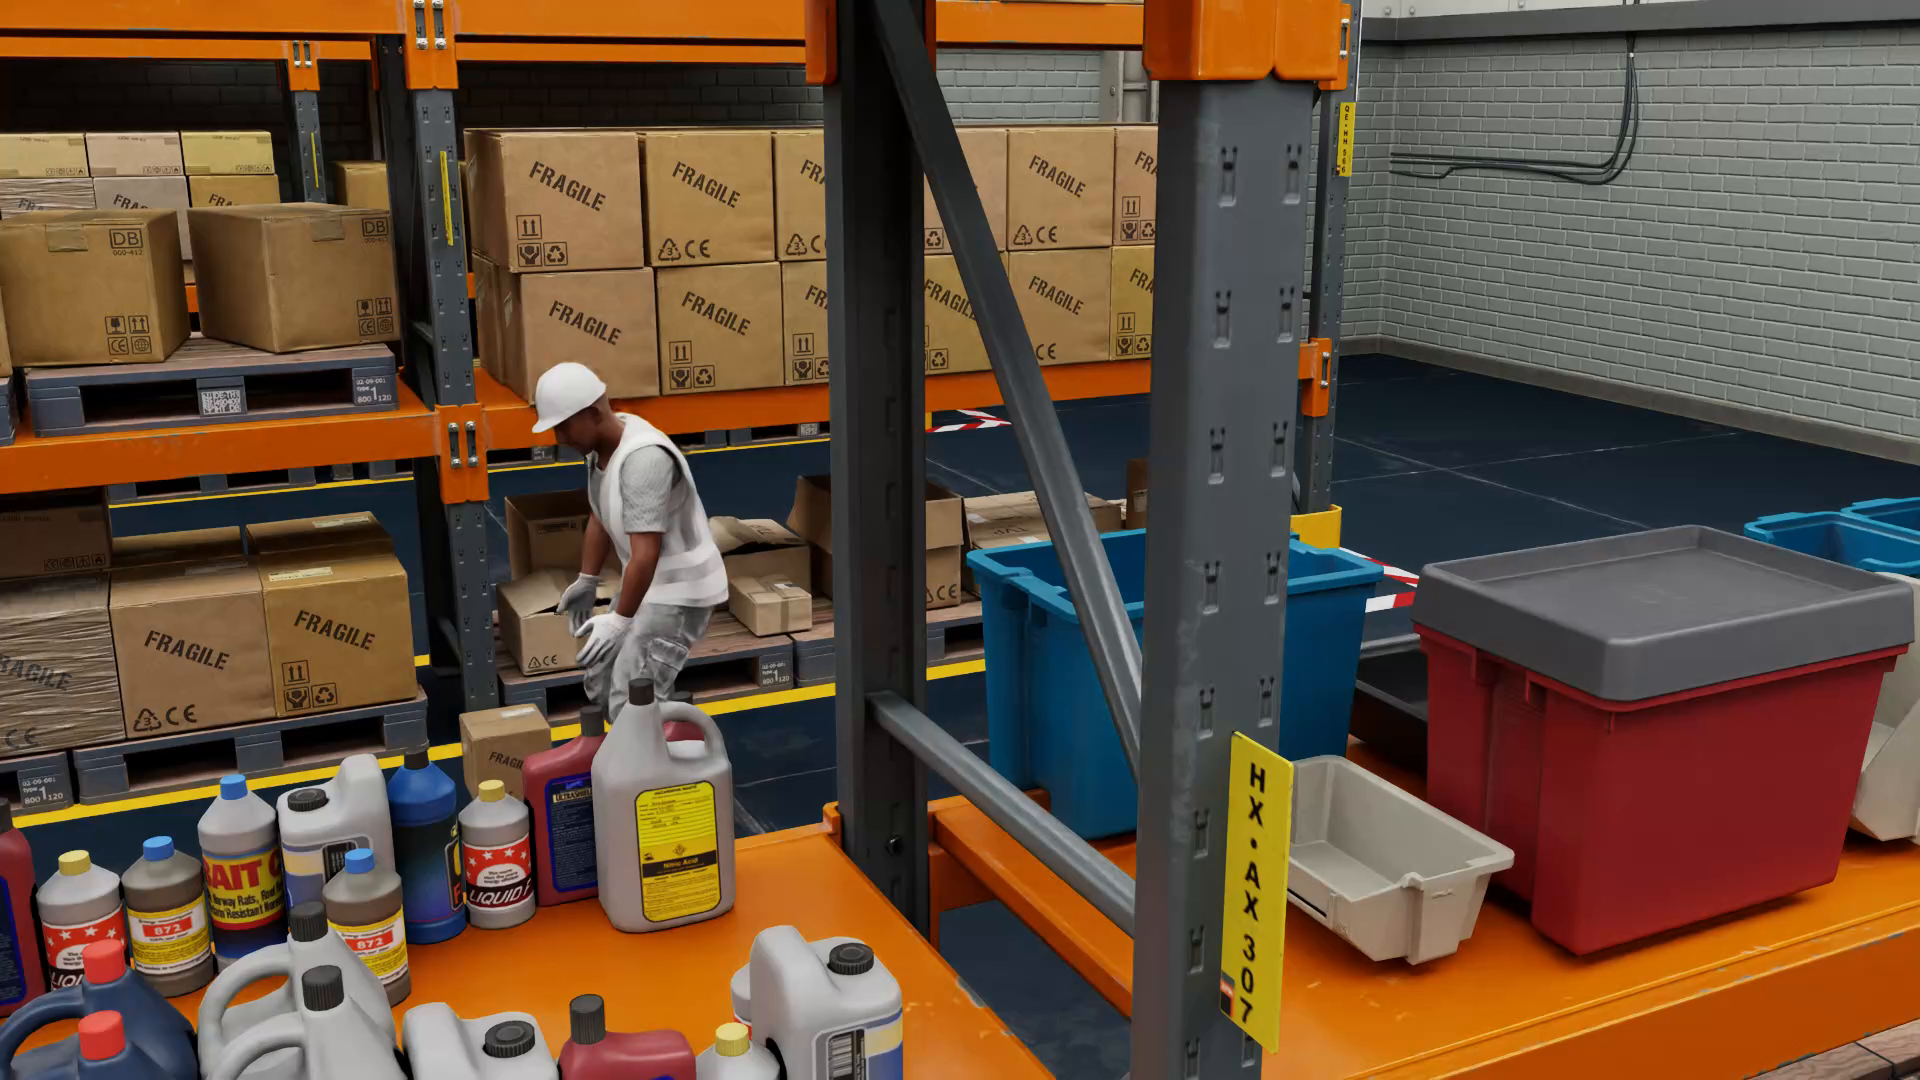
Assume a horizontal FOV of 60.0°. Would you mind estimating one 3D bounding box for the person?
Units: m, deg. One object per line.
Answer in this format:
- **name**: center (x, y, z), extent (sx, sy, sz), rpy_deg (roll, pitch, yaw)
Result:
- **person**: center (-1.078, 0.203, 5.537), extent (0.606, 1.624, 0.598), rpy_deg (-7, 17, -24)
